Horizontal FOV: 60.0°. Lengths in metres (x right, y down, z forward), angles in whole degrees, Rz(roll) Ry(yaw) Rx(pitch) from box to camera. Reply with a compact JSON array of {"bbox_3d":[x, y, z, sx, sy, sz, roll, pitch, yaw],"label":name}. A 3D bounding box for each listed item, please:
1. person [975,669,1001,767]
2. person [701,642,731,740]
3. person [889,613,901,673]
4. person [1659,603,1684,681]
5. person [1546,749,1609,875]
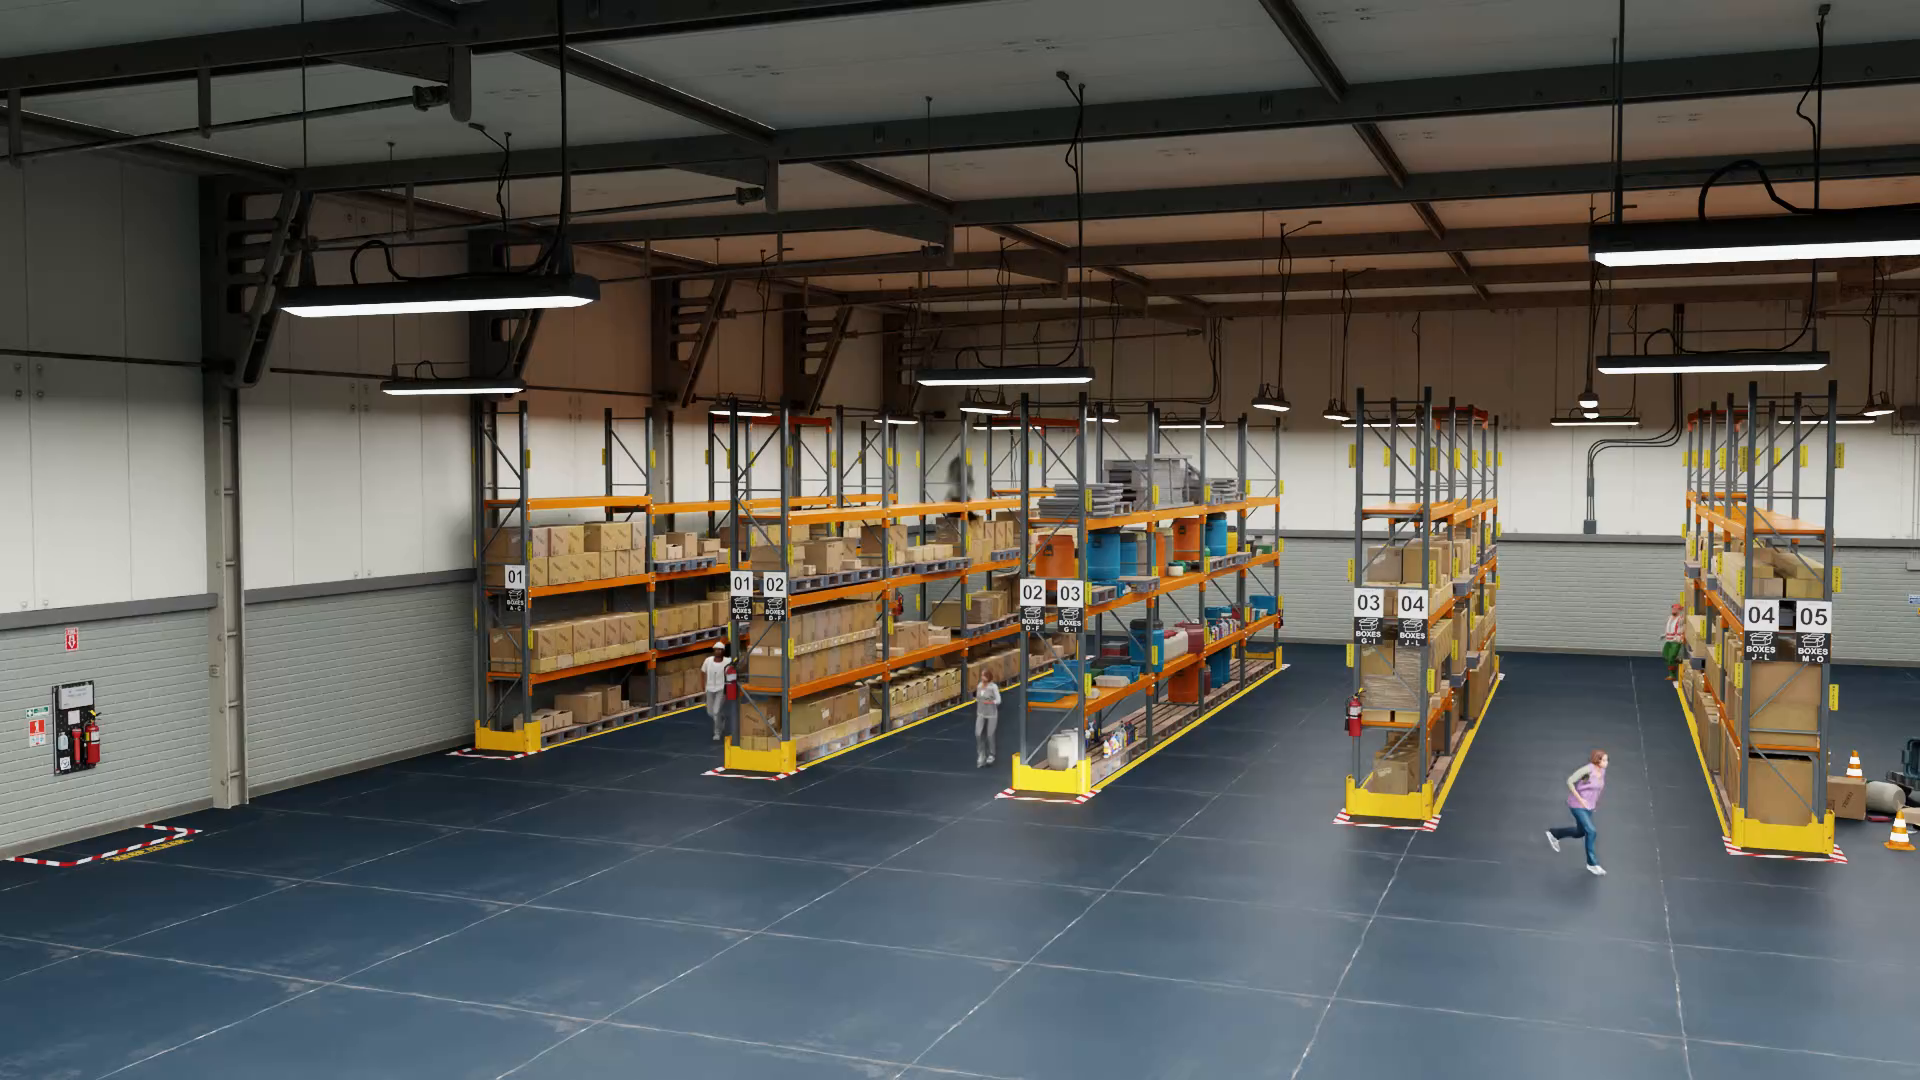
[{"bbox_3d":[0.442,2.899,27.045,0.507,1.613,0.673,1,3,24],"label":"person"},{"bbox_3d":[-4.329,2.692,29.832,0.693,1.741,0.628,1,3,10],"label":"person"},{"bbox_3d":[-1.418,2.422,35.741,0.655,1.731,0.765,1,3,22],"label":"person"},{"bbox_3d":[16.222,2.305,37.631,0.627,1.741,0.656,-1,3,-23],"label":"person"},{"bbox_3d":[7.514,3.271,20.288,0.547,1.548,0.863,-2,3,-29],"label":"person"}]
